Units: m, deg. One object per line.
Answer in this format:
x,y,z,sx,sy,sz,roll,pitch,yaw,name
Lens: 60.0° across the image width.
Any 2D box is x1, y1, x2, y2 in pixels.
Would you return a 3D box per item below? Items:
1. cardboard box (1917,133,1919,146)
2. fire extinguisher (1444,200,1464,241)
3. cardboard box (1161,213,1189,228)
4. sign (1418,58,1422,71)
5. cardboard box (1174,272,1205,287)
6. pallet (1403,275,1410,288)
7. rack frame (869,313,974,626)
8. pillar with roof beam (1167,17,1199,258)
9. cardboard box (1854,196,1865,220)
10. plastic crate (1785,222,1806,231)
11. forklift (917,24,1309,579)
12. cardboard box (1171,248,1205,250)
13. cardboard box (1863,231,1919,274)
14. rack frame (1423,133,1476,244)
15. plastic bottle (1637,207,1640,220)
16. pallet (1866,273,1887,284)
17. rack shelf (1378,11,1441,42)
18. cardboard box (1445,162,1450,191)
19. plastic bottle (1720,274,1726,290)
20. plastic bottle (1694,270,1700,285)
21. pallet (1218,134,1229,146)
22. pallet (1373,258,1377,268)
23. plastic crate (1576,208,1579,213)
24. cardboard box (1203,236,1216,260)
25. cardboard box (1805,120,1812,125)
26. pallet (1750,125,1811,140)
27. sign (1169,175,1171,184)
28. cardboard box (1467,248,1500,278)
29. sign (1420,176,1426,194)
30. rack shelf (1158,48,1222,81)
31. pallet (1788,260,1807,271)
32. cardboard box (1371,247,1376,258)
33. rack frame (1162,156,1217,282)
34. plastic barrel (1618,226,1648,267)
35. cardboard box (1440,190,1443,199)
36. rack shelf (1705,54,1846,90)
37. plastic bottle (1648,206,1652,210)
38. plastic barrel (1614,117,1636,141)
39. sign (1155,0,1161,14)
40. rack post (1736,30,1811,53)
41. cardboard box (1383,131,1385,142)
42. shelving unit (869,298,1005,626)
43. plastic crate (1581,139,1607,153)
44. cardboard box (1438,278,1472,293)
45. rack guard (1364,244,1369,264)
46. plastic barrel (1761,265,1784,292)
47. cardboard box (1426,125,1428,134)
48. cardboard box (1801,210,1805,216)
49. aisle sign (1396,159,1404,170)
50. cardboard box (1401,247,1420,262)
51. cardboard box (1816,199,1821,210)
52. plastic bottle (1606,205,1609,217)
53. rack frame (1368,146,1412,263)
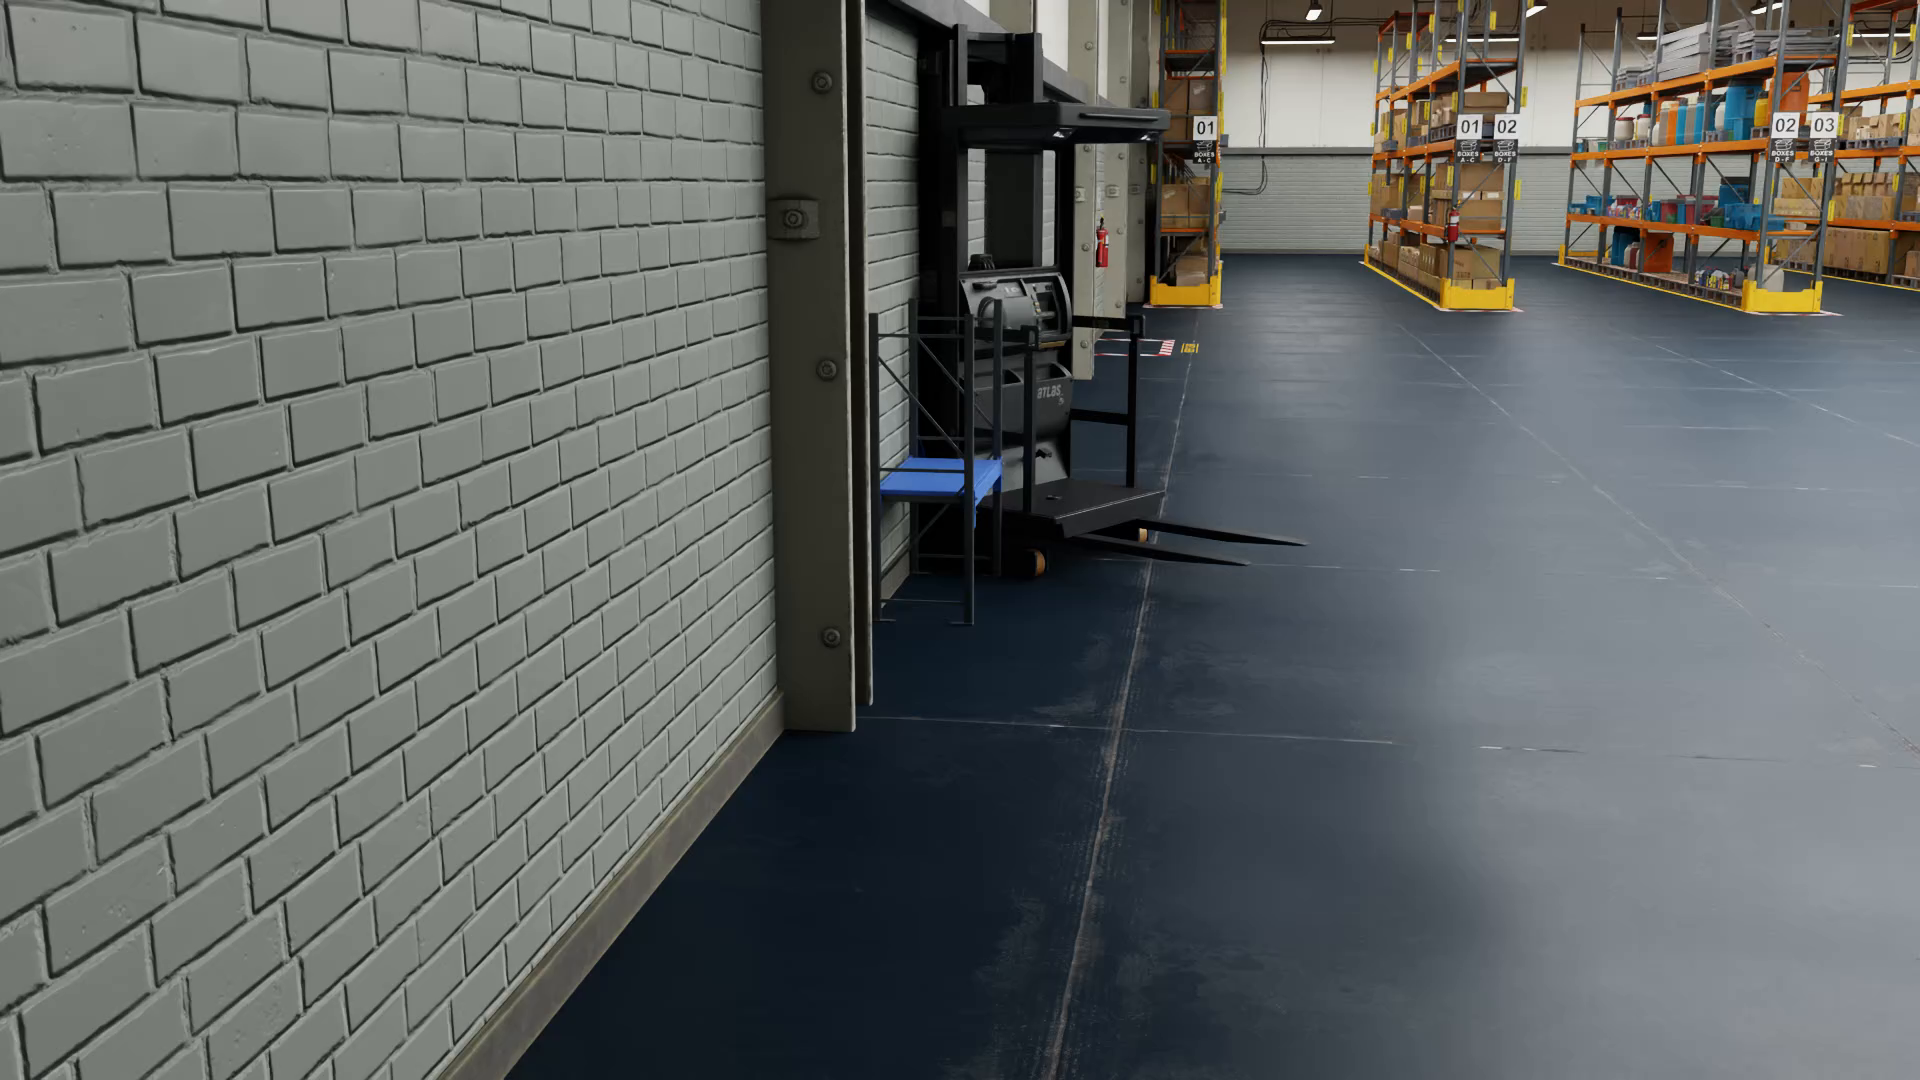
19.406,-7.964,33.062,0.500,0.250,0.500,2,12,10,cardboard box
8.314,-5.376,28.003,0.296,0.674,0.183,2,12,9,fire extinguisher
3.776,-5.623,29.275,0.500,0.250,0.500,2,12,9,cardboard box
11.797,-12.199,42.644,0.100,0.325,0.005,2,12,9,sign
4.091,-4.625,29.672,0.500,0.311,0.500,0,12,2,cardboard box
9.666,-5.302,34.096,1.003,0.211,1.213,2,12,9,pallet
-0.183,-0.329,7.959,0.500,1.500,0.032,2,12,9,rack frame
10.171,-12.297,45.694,9.100,9.000,0.548,2,12,9,pillar with roof beam
19.879,-7.244,36.251,0.500,0.500,0.500,2,12,10,cardboard box
14.140,-5.309,28.134,0.298,0.136,0.250,2,12,9,plastic crate
0.484,-1.348,9.291,3.031,2.935,1.130,10,16,39,forklift
4.873,-5.987,35.541,0.700,0.500,0.500,2,12,9,cardboard box
19.936,-6.077,35.116,1.225,0.875,0.875,1,12,6,cardboard box
9.406,-6.256,31.903,1.000,3.000,0.127,2,12,9,rack frame
14.591,-7.017,35.708,0.061,0.283,0.133,2,12,9,plastic bottle
20.005,-5.566,35.317,1.003,0.211,1.213,2,12,9,pallet
10.944,-12.543,40.656,1.077,0.370,4.000,2,12,9,rack shelf
9.113,-6.533,29.872,0.700,0.500,0.500,2,12,9,cardboard box
13.534,-4.571,29.486,0.061,0.283,0.133,2,12,10,plastic bottle
13.818,-4.924,31.154,0.097,0.271,0.097,0,12,0,plastic bottle
4.711,-7.915,32.928,1.213,0.211,1.003,2,12,9,pallet
10.928,-6.956,41.769,1.003,0.211,1.213,2,12,9,pallet
15.547,-8.247,41.625,0.250,0.136,0.298,2,12,9,plastic crate
5.369,-6.552,37.380,0.750,0.750,0.750,2,12,8,cardboard box
20.775,-9.869,40.077,0.700,0.500,0.500,1,12,5,cardboard box
13.909,-6.805,27.779,1.003,0.211,1.213,2,12,9,pallet
4.577,-7.832,36.466,0.100,0.325,0.005,2,12,9,sign
9.168,-4.860,29.173,0.500,0.500,0.500,2,12,9,cardboard box
8.869,-6.799,31.861,0.100,0.325,0.005,2,12,9,sign
4.203,-8.579,30.156,1.077,0.370,4.000,2,12,9,rack shelf
20.804,-6.647,40.335,1.003,0.211,1.213,2,12,9,pallet
10.734,-7.313,42.289,0.500,0.250,0.500,2,12,9,cardboard box
4.511,-6.416,32.644,1.000,3.000,0.127,2,12,9,rack frame
15.321,-6.680,37.852,0.600,0.901,0.708,2,12,9,plastic barrel
8.979,-6.304,30.348,0.380,0.149,0.250,2,12,7,cardboard box
13.993,-8.064,28.708,1.077,0.370,4.000,2,12,9,rack shelf
15.473,-7.348,37.273,0.097,0.271,0.097,0,12,0,plastic bottle
15.202,-9.397,38.036,0.433,0.535,0.433,0,12,0,plastic barrel
3.350,-9.072,28.136,0.100,0.325,0.005,2,12,9,sign
13.952,-8.562,28.543,0.937,0.300,0.954,2,12,8,rack post
10.523,-9.773,40.270,0.500,0.250,0.500,2,12,9,cardboard box
-0.104,-0.435,8.450,0.538,1.500,1.048,2,12,9,shelving unit
15.639,-9.720,41.002,0.504,0.338,0.767,2,12,9,plastic crate
8.582,-4.406,28.847,0.500,0.250,0.500,2,12,9,cardboard box
11.240,-7.516,43.684,1.175,0.500,0.348,2,12,9,rack guard
13.711,-4.391,28.156,0.421,0.512,0.421,0,12,0,plastic barrel
9.945,-8.481,34.466,0.500,0.250,0.500,2,12,10,cardboard box
20.345,-7.818,39.749,0.380,0.149,0.250,2,12,8,cardboard box
11.565,-10.029,43.240,0.394,0.787,0.004,2,12,9,aisle sign
9.578,-6.015,34.982,0.500,0.311,0.500,2,12,7,cardboard box
20.233,-7.772,38.588,0.500,0.250,0.500,2,12,8,cardboard box
15.053,-7.641,38.604,0.061,0.283,0.133,2,12,9,plastic bottle
11.252,-8.754,43.494,1.000,3.000,0.127,2,12,9,rack frame
